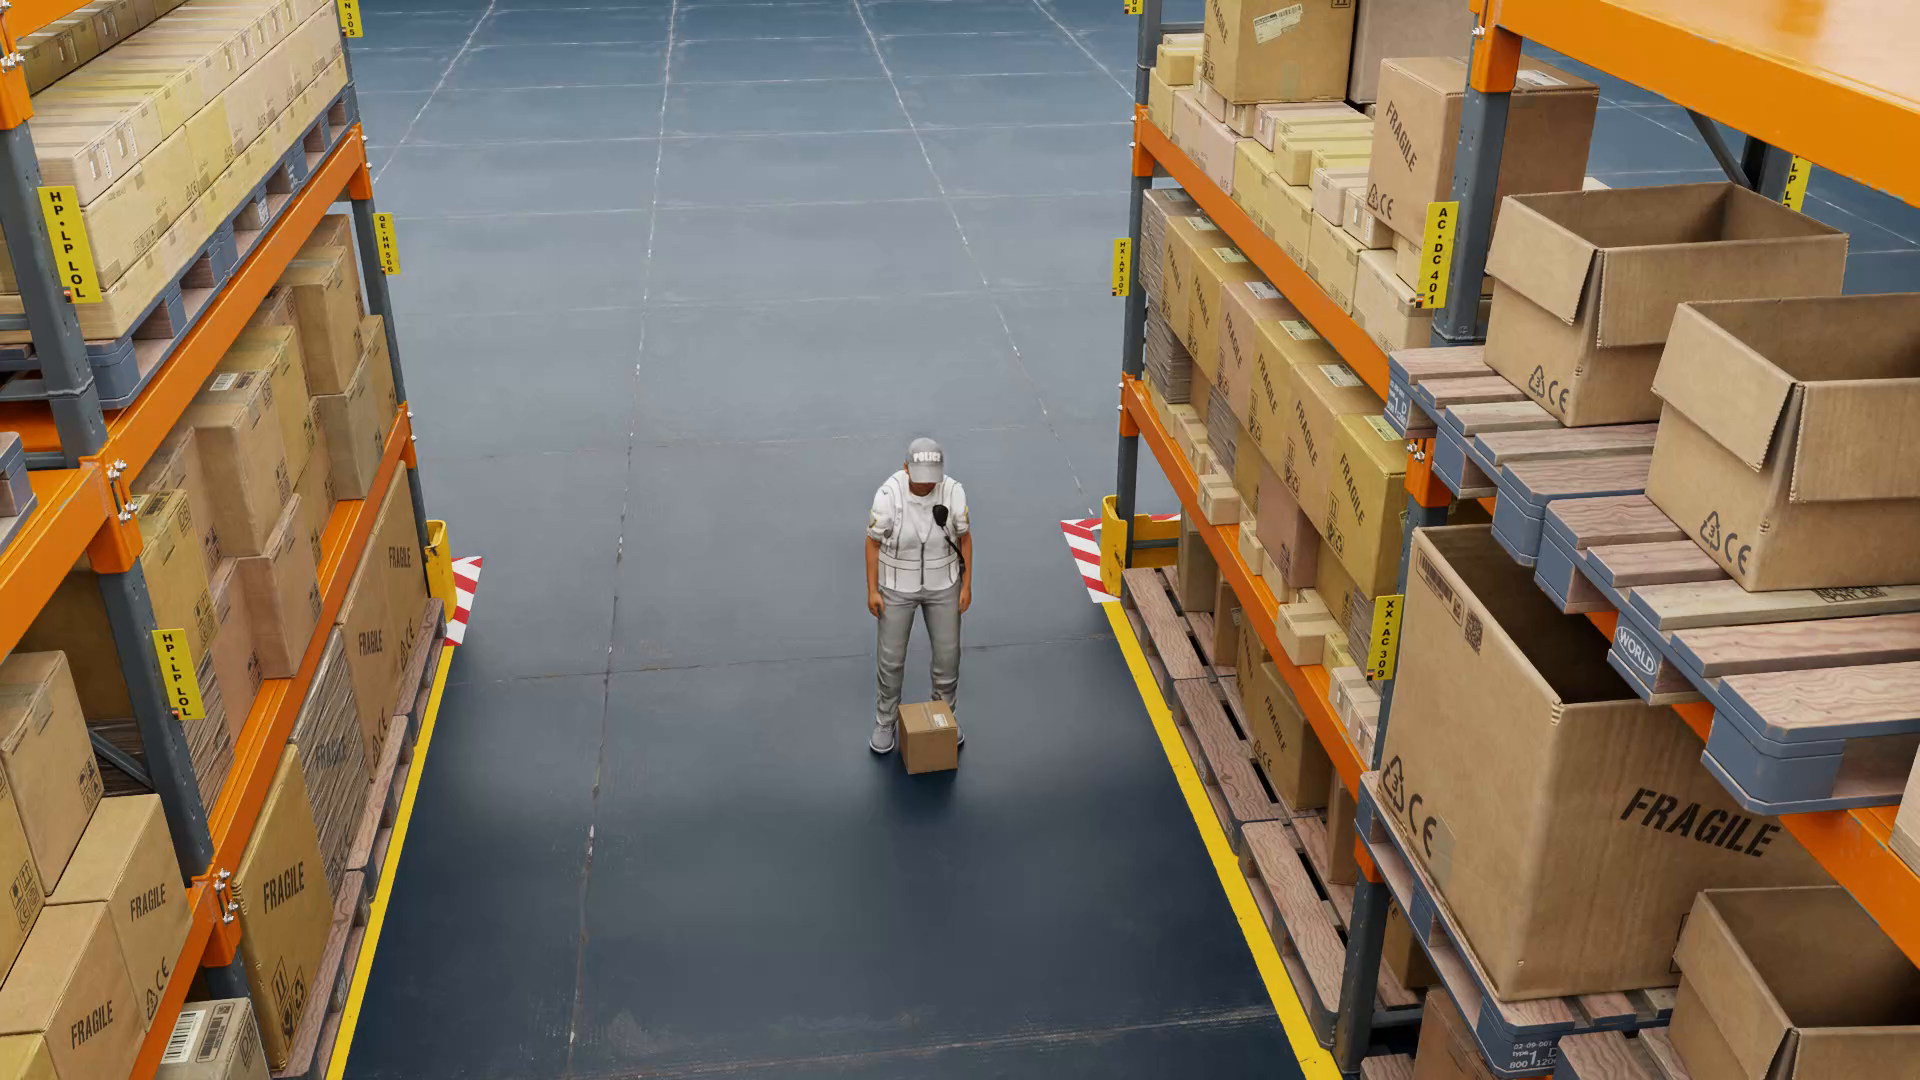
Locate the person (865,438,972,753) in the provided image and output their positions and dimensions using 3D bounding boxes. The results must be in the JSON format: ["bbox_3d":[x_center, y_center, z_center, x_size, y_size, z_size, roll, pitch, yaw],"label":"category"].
[{"bbox_3d":[-0.201,0.250,8.129,0.537,1.665,0.470,-4,28,-7],"label":"person"}]
